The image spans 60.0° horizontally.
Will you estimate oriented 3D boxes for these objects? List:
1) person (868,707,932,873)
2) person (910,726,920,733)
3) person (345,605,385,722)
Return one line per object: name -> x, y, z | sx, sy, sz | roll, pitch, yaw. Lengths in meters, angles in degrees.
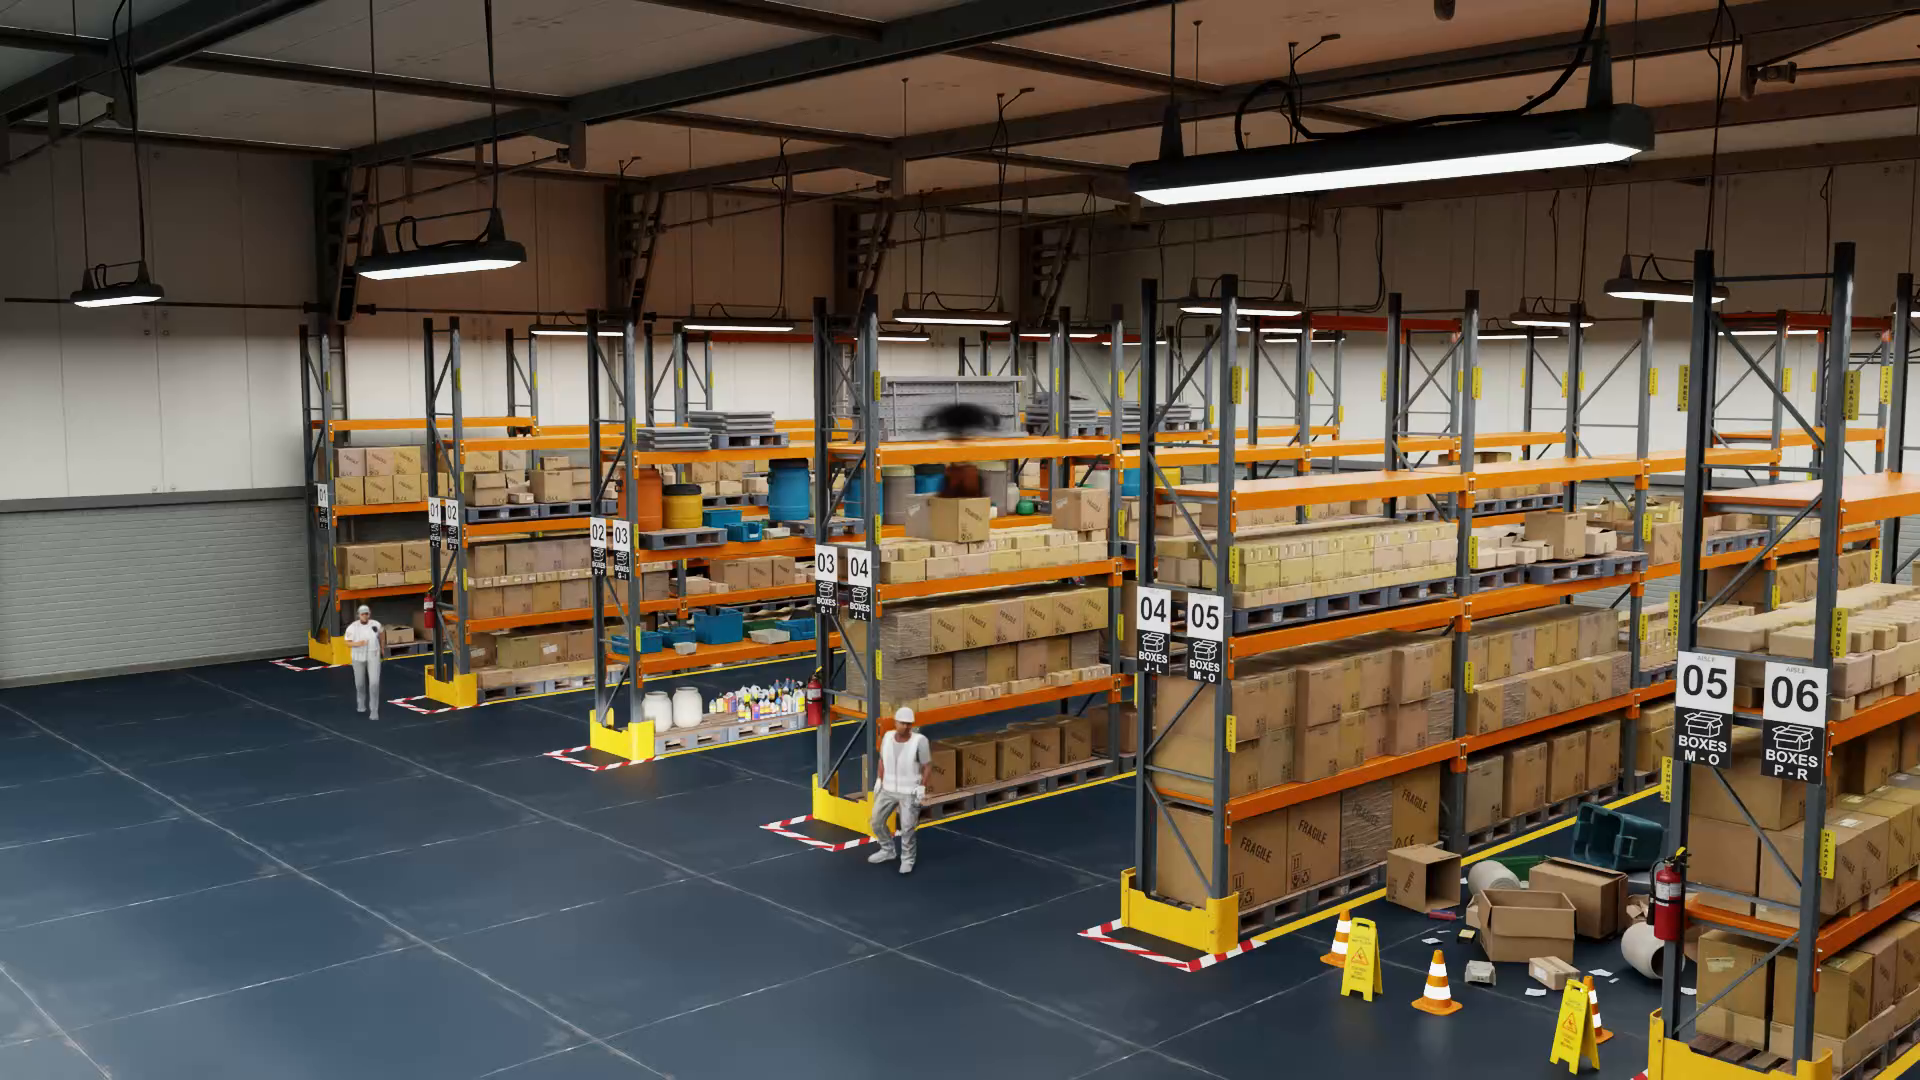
person -> -0.655, 2.570, 17.084 | 0.788, 1.750, 0.575 | 2, 6, 22
person -> -0.738, 1.960, 23.348 | 0.536, 1.741, 0.861 | 4, 7, 33
person -> -8.910, 1.815, 24.918 | 0.570, 1.712, 0.855 | -2, 6, -22
